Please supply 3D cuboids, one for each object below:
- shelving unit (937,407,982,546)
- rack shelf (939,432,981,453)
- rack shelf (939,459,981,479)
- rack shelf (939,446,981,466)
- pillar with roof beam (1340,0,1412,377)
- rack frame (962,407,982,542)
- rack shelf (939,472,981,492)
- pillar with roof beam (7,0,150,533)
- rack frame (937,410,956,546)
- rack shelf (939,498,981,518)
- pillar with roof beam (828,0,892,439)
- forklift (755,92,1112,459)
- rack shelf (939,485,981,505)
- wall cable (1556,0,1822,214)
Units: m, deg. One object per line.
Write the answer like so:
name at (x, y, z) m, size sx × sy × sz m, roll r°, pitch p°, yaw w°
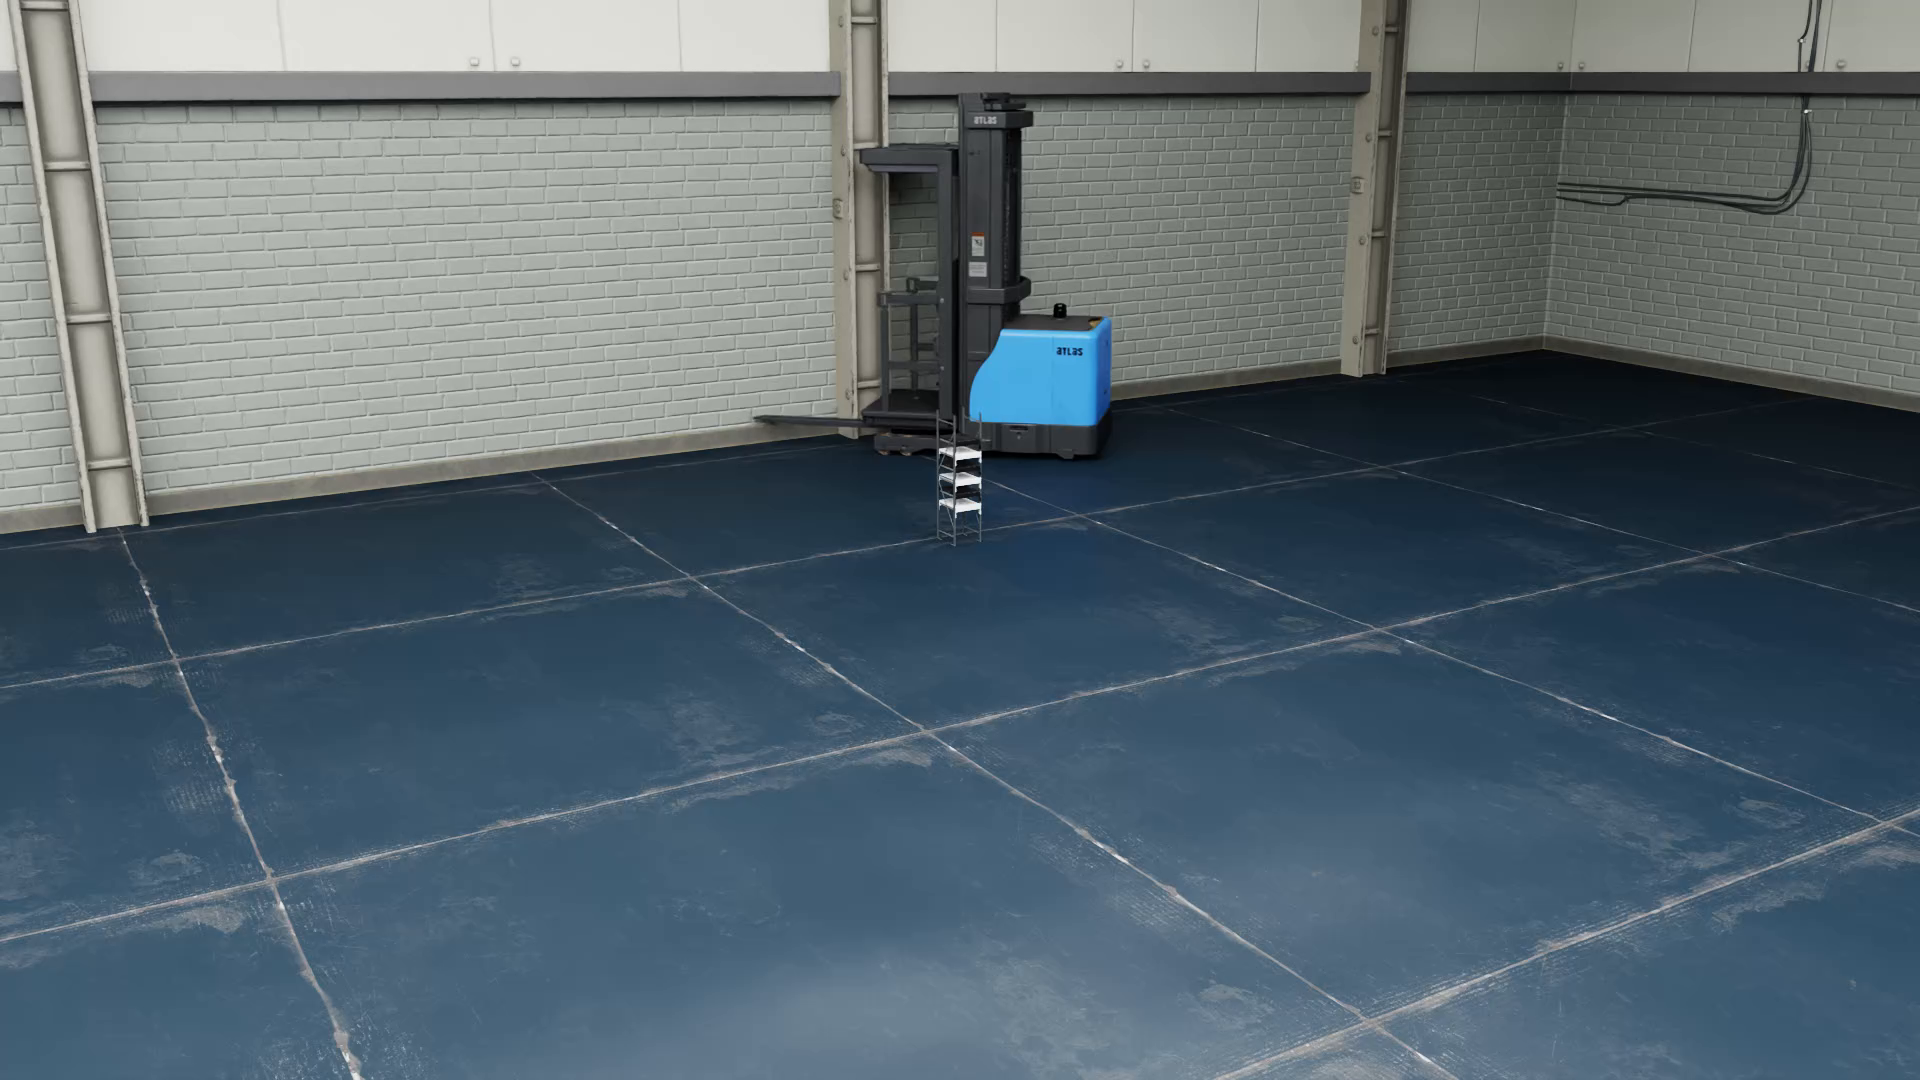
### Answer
shelving unit at (-0.007, -0.432, 11.284) m, size 0.210 × 0.900 × 0.258 m, roll -9°, pitch 18°, yaw -30°
rack shelf at (-0.007, -0.660, 11.220) m, size 0.200 × 0.077 × 0.258 m, roll -9°, pitch 18°, yaw -30°
rack shelf at (-0.007, -0.487, 11.269) m, size 0.200 × 0.077 × 0.258 m, roll -9°, pitch 18°, yaw -30°
rack shelf at (-0.007, -0.573, 11.245) m, size 0.200 × 0.077 × 0.258 m, roll -9°, pitch 18°, yaw -30°
pillar with roof beam at (6.513, -5.118, 12.995) m, size 0.400 × 9.000 × 9.100 m, roll -9°, pitch 18°, yaw -30°
rack frame at (0.080, -0.446, 11.335) m, size 0.006 × 0.900 × 0.240 m, roll -9°, pitch 18°, yaw -30°
rack shelf at (-0.007, -0.400, 11.293) m, size 0.200 × 0.077 × 0.258 m, roll -9°, pitch 18°, yaw -30°
pillar with roof beam at (-3.773, -3.450, 7.045) m, size 0.400 × 9.000 × 9.100 m, roll -9°, pitch 18°, yaw -30°
rack frame at (-0.094, -0.418, 11.234) m, size 0.006 × 0.900 × 0.240 m, roll -9°, pitch 18°, yaw -30°
rack shelf at (-0.007, -0.227, 11.342) m, size 0.200 × 0.077 × 0.258 m, roll -9°, pitch 18°, yaw -30°
pillar with roof beam at (1.370, -4.284, 10.020) m, size 0.400 × 9.000 × 9.100 m, roll -9°, pitch 18°, yaw -30°
forklift at (-0.254, -2.259, 14.039) m, size 3.031 × 2.935 × 1.130 m, roll 3°, pitch 16°, yaw 12°
rack shelf at (-0.007, -0.313, 11.318) m, size 0.200 × 0.077 × 0.258 m, roll -9°, pitch 18°, yaw -30°
wall cable at (7.502, -4.722, 17.337) m, size 0.112 × 2.526 × 3.097 m, roll -9°, pitch 18°, yaw -30°
